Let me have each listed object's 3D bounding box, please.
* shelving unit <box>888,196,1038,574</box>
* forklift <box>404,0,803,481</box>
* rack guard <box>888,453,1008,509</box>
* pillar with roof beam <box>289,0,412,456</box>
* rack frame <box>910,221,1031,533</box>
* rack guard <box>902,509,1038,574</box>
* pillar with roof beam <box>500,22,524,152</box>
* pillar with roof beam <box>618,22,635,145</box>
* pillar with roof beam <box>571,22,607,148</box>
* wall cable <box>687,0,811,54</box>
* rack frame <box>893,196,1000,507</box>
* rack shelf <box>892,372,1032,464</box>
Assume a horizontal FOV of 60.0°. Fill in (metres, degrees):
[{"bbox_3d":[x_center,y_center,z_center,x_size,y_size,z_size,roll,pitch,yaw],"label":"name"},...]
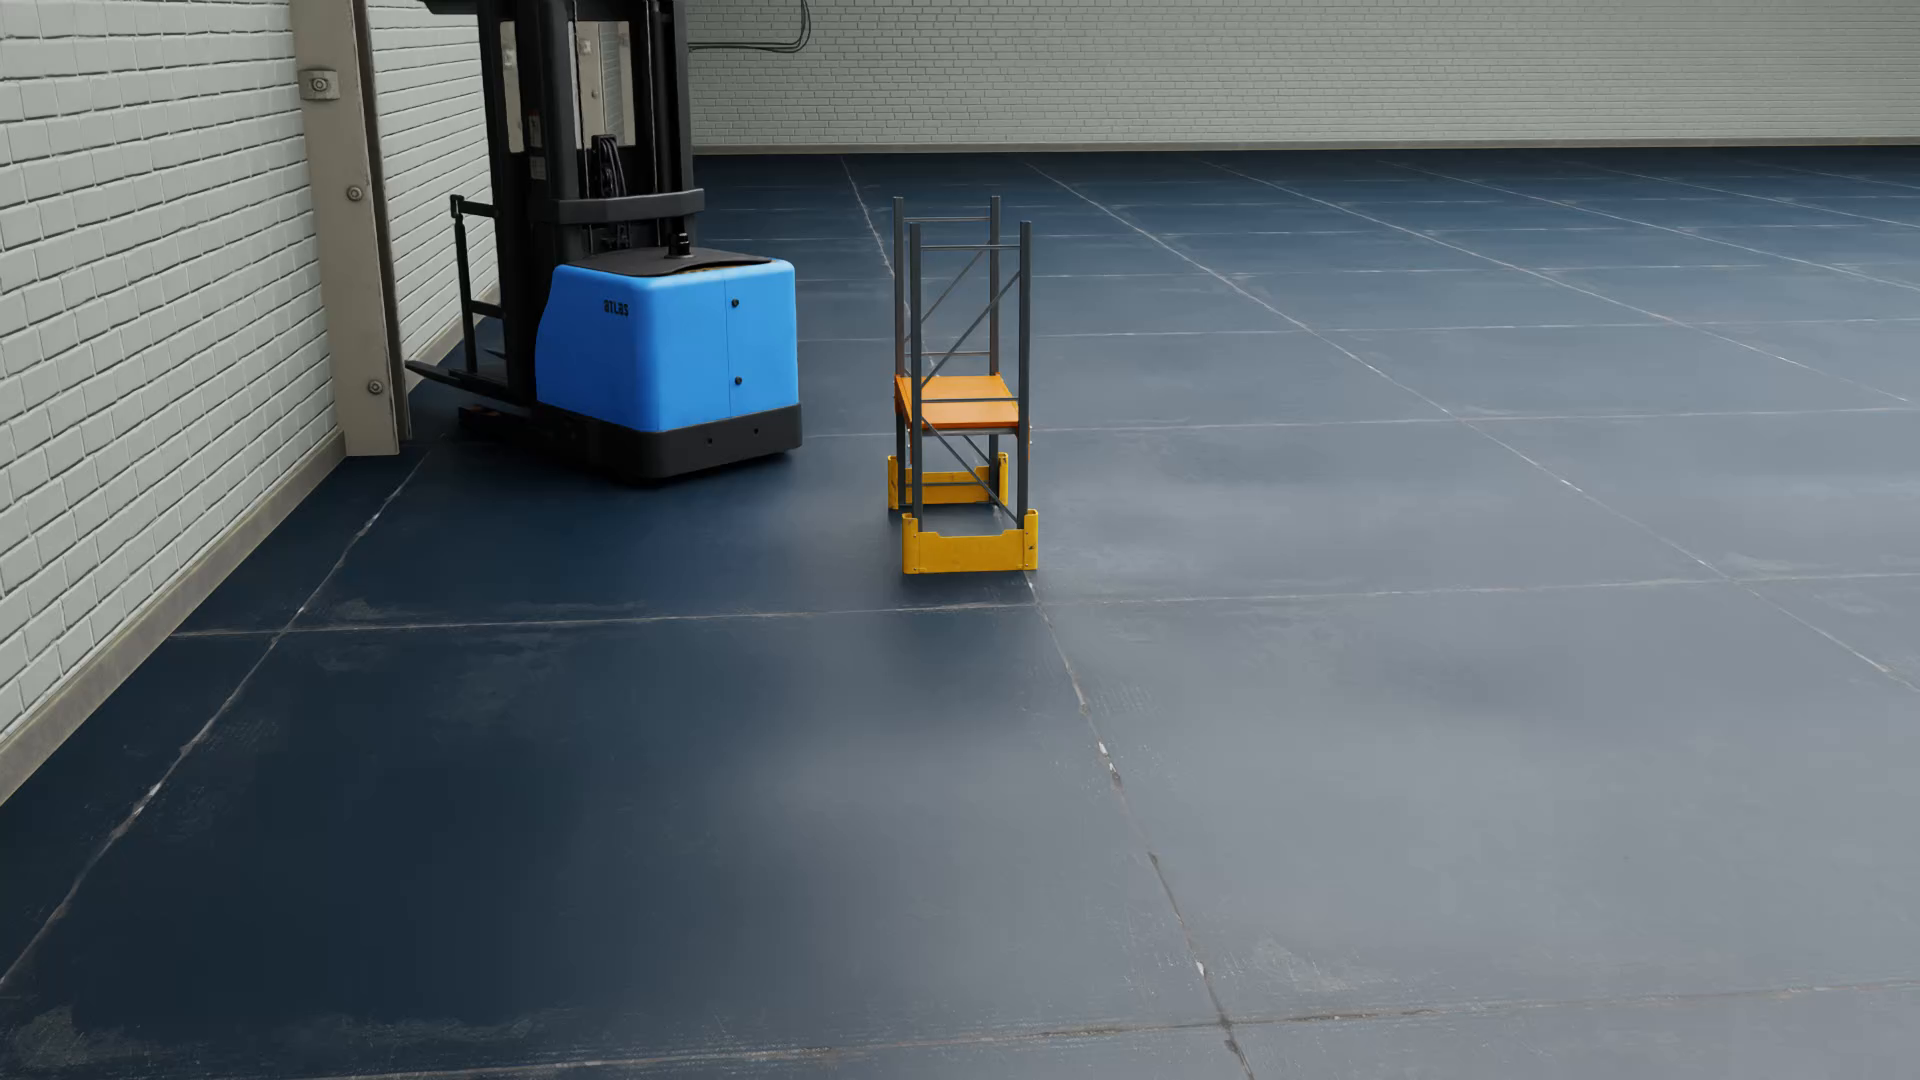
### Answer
[{"bbox_3d":[-0.008,-0.738,7.525,0.587,1.500,1.083,-2,18,-6],"label":"shelving unit"},{"bbox_3d":[-2.253,-2.060,9.345,1.130,2.935,3.031,-17,24,-42],"label":"forklift"},{"bbox_3d":[-0.059,-0.290,8.185,0.587,0.250,0.087,-2,18,-6],"label":"rack guard"},{"bbox_3d":[1.003,-4.951,8.425,9.100,9.000,0.400,-2,18,-6],"label":"pillar with roof beam"},{"bbox_3d":[0.044,-0.590,7.051,0.500,1.500,0.032,-2,18,-6],"label":"rack frame"},{"bbox_3d":[0.043,0.006,7.239,0.587,0.250,0.087,-2,18,-6],"label":"rack guard"},{"bbox_3d":[0.384,-6.739,14.119,9.100,9.000,0.400,-2,18,-6],"label":"pillar with roof beam"},{"bbox_3d":[-0.854,-10.314,25.507,9.100,9.000,0.400,-2,18,-6],"label":"pillar with roof beam"},{"bbox_3d":[-0.235,-8.526,19.813,9.100,9.000,0.400,-2,18,-6],"label":"pillar with roof beam"},{"bbox_3d":[-4.124,-9.618,28.474,3.097,2.526,0.112,-2,18,-6],"label":"wall cable"},{"bbox_3d":[-0.061,-0.892,8.016,0.500,1.500,0.032,-2,18,-6],"label":"rack frame"},{"bbox_3d":[-0.009,-0.569,7.587,0.538,0.185,1.000,-2,18,-6],"label":"rack shelf"}]
